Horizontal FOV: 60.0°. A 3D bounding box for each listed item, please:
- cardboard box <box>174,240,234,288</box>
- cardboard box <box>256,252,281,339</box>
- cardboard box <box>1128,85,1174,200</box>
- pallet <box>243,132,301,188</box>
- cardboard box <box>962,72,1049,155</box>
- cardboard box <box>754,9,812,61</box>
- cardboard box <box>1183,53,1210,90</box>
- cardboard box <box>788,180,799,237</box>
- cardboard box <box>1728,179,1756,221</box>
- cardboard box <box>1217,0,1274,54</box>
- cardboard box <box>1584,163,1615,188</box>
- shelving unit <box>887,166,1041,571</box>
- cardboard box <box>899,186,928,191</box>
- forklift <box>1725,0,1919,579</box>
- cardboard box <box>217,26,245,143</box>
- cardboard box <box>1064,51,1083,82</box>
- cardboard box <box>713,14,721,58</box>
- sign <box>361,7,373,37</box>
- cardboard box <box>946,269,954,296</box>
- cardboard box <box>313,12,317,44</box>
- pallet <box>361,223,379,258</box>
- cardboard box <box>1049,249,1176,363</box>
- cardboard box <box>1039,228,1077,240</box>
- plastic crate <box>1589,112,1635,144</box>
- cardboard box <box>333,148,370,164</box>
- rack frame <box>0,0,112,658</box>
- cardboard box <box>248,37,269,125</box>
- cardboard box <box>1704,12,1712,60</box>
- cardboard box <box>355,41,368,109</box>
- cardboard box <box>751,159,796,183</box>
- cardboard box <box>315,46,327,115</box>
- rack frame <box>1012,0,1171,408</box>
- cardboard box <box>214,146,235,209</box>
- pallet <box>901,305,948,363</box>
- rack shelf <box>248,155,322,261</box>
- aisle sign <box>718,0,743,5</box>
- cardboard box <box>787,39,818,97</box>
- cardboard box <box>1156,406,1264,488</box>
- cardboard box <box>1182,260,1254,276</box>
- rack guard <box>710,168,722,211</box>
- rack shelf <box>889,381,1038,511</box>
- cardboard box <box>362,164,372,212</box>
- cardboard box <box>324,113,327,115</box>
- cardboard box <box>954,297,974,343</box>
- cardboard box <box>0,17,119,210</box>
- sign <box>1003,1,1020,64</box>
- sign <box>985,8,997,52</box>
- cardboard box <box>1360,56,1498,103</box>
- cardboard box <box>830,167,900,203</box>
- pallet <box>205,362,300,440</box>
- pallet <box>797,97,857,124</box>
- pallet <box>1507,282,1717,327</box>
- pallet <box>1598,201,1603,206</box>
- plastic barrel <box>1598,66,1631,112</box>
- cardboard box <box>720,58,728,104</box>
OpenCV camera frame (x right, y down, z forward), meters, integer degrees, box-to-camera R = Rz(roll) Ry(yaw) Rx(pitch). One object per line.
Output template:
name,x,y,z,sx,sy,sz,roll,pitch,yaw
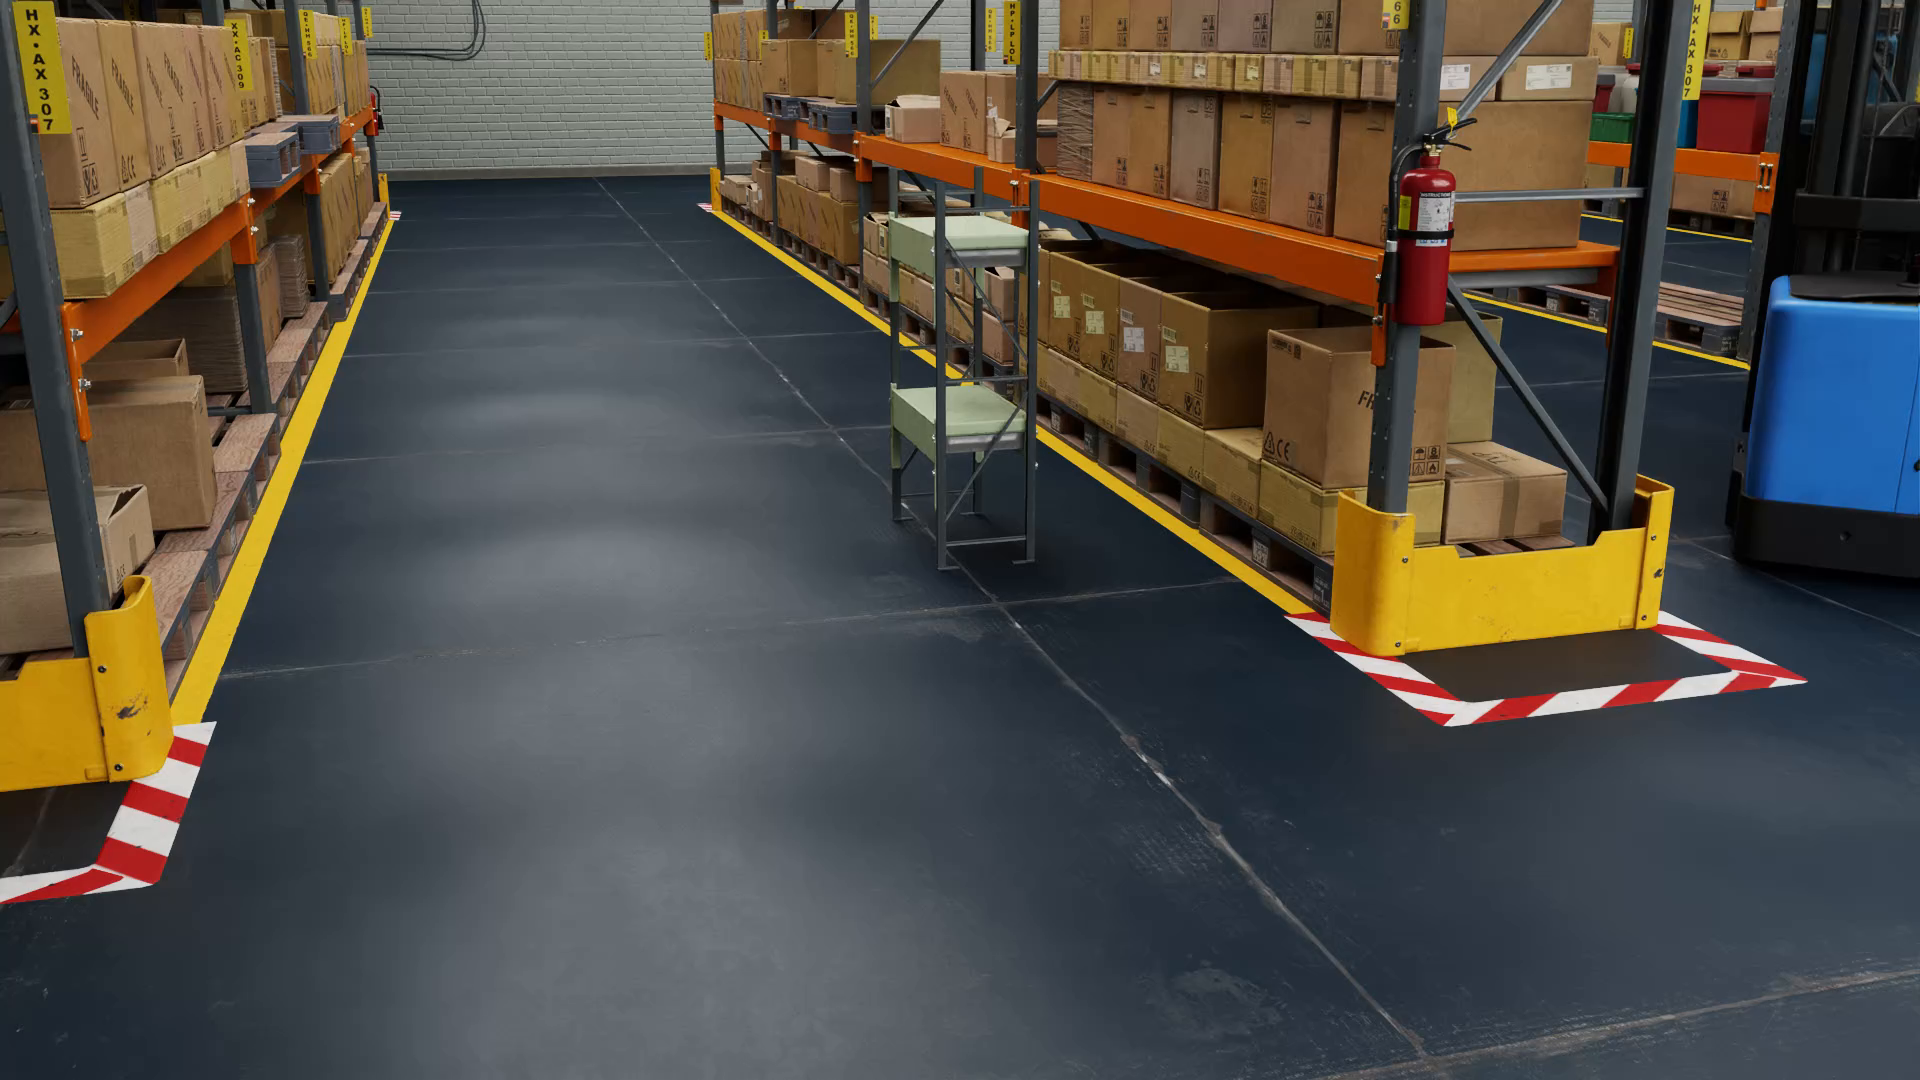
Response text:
cardboard box,-4.305,-1.548,9.168,0.500,0.250,0.500,-5,17,-16
cardboard box,-4.620,-1.489,10.277,0.700,0.500,0.500,-5,17,-16
cardboard box,1.213,-1.885,7.840,0.700,0.500,0.500,-4,17,-14
pallet,-4.032,-1.982,8.671,1.003,0.211,1.213,-5,17,-15
cardboard box,0.322,-2.790,10.852,0.500,0.500,0.500,-5,17,-15
cardboard box,-1.787,-5.103,16.815,0.500,0.500,0.500,-5,17,-15
cardboard box,1.183,-2.016,7.147,0.380,0.149,0.250,-5,17,-16
cardboard box,-1.343,-3.171,15.874,0.500,0.500,0.500,-4,17,-14
cardboard box,8.819,-3.756,17.205,1.225,0.875,0.875,-5,17,-15
cardboard box,1.480,-2.236,6.753,0.700,0.500,0.500,-5,17,-15
cardboard box,8.023,-4.611,20.053,0.875,0.875,0.875,-5,17,-15
shelving unit,0.002,-0.716,6.730,0.431,1.500,0.755,-5,17,-15
cardboard box,-0.580,-2.940,15.106,0.500,0.500,0.500,-5,18,-17
forklift,4.123,-1.596,7.171,1.130,2.935,3.031,8,18,24
cardboard box,-3.535,-2.042,7.458,0.500,0.500,0.500,-5,17,-15
cardboard box,0.757,-2.444,8.571,0.380,0.149,0.250,-4,17,-14
cardboard box,-2.629,-5.946,19.622,0.500,0.500,0.500,-4,17,-14
sign,-6.734,-5.878,18.881,0.100,0.325,0.005,-5,17,-15
cardboard box,0.129,-1.768,10.698,0.500,0.311,0.500,-5,17,-15
cardboard box,-5.087,-3.811,12.397,0.500,0.250,0.500,-5,17,-16
pallet,-6.294,-2.945,16.390,1.003,0.211,1.213,-5,17,-15
cardboard box,0.771,-1.197,8.468,0.500,0.500,0.500,-5,17,-15
cardboard box,0.502,-1.956,11.324,0.500,0.311,0.500,-4,17,-14
plastic crate,4.814,-2.993,12.069,0.450,0.188,0.662,-5,17,-15
cardboard box,-6.690,-4.208,18.234,0.380,0.149,0.250,-4,17,-14
rack frame,-2.863,-0.745,4.218,1.000,3.000,0.127,-5,17,-15
cardboard box,-4.559,-2.744,9.935,0.700,0.500,0.500,-5,17,-15
cardboard box,8.311,-5.591,18.434,0.797,0.503,0.637,-5,17,-17
cardboard box,-6.899,-4.974,17.774,0.980,0.700,0.700,-5,17,-16
cardboard box,-1.920,-3.991,18.600,0.797,0.503,0.637,-5,17,-15
cardboard box,-5.084,-3.458,12.524,0.500,0.500,0.500,-4,17,-13
rack frame,0.800,-2.244,9.209,1.000,3.000,0.127,-5,17,-15
cardboard box,-3.411,-1.544,7.103,0.500,0.250,0.500,-5,17,-15
pallet,0.221,-1.447,11.403,1.003,0.211,1.213,-5,17,-15
rack shelf,-4.512,-2.060,9.846,1.077,0.370,4.000,-5,17,-15
aisle sign,-2.799,-6.804,19.870,0.394,0.787,0.004,-5,17,-15
cardboard box,-1.234,-4.372,15.389,0.700,0.500,0.500,-2,17,-6
cardboard box,1.180,-0.422,7.194,0.500,0.250,0.500,-5,17,-15
cardboard box,1.405,-1.099,8.143,0.500,0.500,0.500,-5,17,-15
rack guard,-2.477,-4.345,20.548,1.175,0.500,0.348,-5,17,-15
rack shelf,0.002,-0.404,6.824,0.431,0.370,0.720,-5,17,-15
cardboard box,-6.834,-3.850,18.172,0.700,0.500,0.500,-5,17,-15
cardboard box,-5.488,-3.527,13.883,0.380,0.149,0.250,-5,17,-17
cardboard box,0.270,-1.360,10.315,0.500,0.250,0.500,-5,17,-16
cardboard box,-2.705,-1.198,4.647,0.500,0.500,0.500,-5,17,-15
sign,0.281,-2.715,8.902,0.100,0.325,0.005,-5,17,-15
sign,0.233,-3.950,12.874,0.100,0.325,0.005,-5,17,-15
cardboard box,1.611,-1.587,5.719,0.380,0.149,0.250,-5,17,-16
cardboard box,-0.802,-2.979,13.931,0.500,0.250,0.500,-4,17,-13
pallet,-4.177,-0.731,9.019,1.003,0.211,1.213,-5,17,-15
pallet,-0.838,-3.796,14.709,1.003,0.211,1.213,-5,17,-15
pallet,4.972,-1.851,12.748,1.003,0.211,1.213,-5,17,-15
pallet,7.655,-4.458,21.427,1.003,0.211,1.213,-5,17,-15
plastic barrel,5.068,-3.410,12.897,0.421,0.512,0.421,0,17,0
cardboard box,-2.483,-5.325,19.293,0.500,0.500,0.500,-5,17,-16
